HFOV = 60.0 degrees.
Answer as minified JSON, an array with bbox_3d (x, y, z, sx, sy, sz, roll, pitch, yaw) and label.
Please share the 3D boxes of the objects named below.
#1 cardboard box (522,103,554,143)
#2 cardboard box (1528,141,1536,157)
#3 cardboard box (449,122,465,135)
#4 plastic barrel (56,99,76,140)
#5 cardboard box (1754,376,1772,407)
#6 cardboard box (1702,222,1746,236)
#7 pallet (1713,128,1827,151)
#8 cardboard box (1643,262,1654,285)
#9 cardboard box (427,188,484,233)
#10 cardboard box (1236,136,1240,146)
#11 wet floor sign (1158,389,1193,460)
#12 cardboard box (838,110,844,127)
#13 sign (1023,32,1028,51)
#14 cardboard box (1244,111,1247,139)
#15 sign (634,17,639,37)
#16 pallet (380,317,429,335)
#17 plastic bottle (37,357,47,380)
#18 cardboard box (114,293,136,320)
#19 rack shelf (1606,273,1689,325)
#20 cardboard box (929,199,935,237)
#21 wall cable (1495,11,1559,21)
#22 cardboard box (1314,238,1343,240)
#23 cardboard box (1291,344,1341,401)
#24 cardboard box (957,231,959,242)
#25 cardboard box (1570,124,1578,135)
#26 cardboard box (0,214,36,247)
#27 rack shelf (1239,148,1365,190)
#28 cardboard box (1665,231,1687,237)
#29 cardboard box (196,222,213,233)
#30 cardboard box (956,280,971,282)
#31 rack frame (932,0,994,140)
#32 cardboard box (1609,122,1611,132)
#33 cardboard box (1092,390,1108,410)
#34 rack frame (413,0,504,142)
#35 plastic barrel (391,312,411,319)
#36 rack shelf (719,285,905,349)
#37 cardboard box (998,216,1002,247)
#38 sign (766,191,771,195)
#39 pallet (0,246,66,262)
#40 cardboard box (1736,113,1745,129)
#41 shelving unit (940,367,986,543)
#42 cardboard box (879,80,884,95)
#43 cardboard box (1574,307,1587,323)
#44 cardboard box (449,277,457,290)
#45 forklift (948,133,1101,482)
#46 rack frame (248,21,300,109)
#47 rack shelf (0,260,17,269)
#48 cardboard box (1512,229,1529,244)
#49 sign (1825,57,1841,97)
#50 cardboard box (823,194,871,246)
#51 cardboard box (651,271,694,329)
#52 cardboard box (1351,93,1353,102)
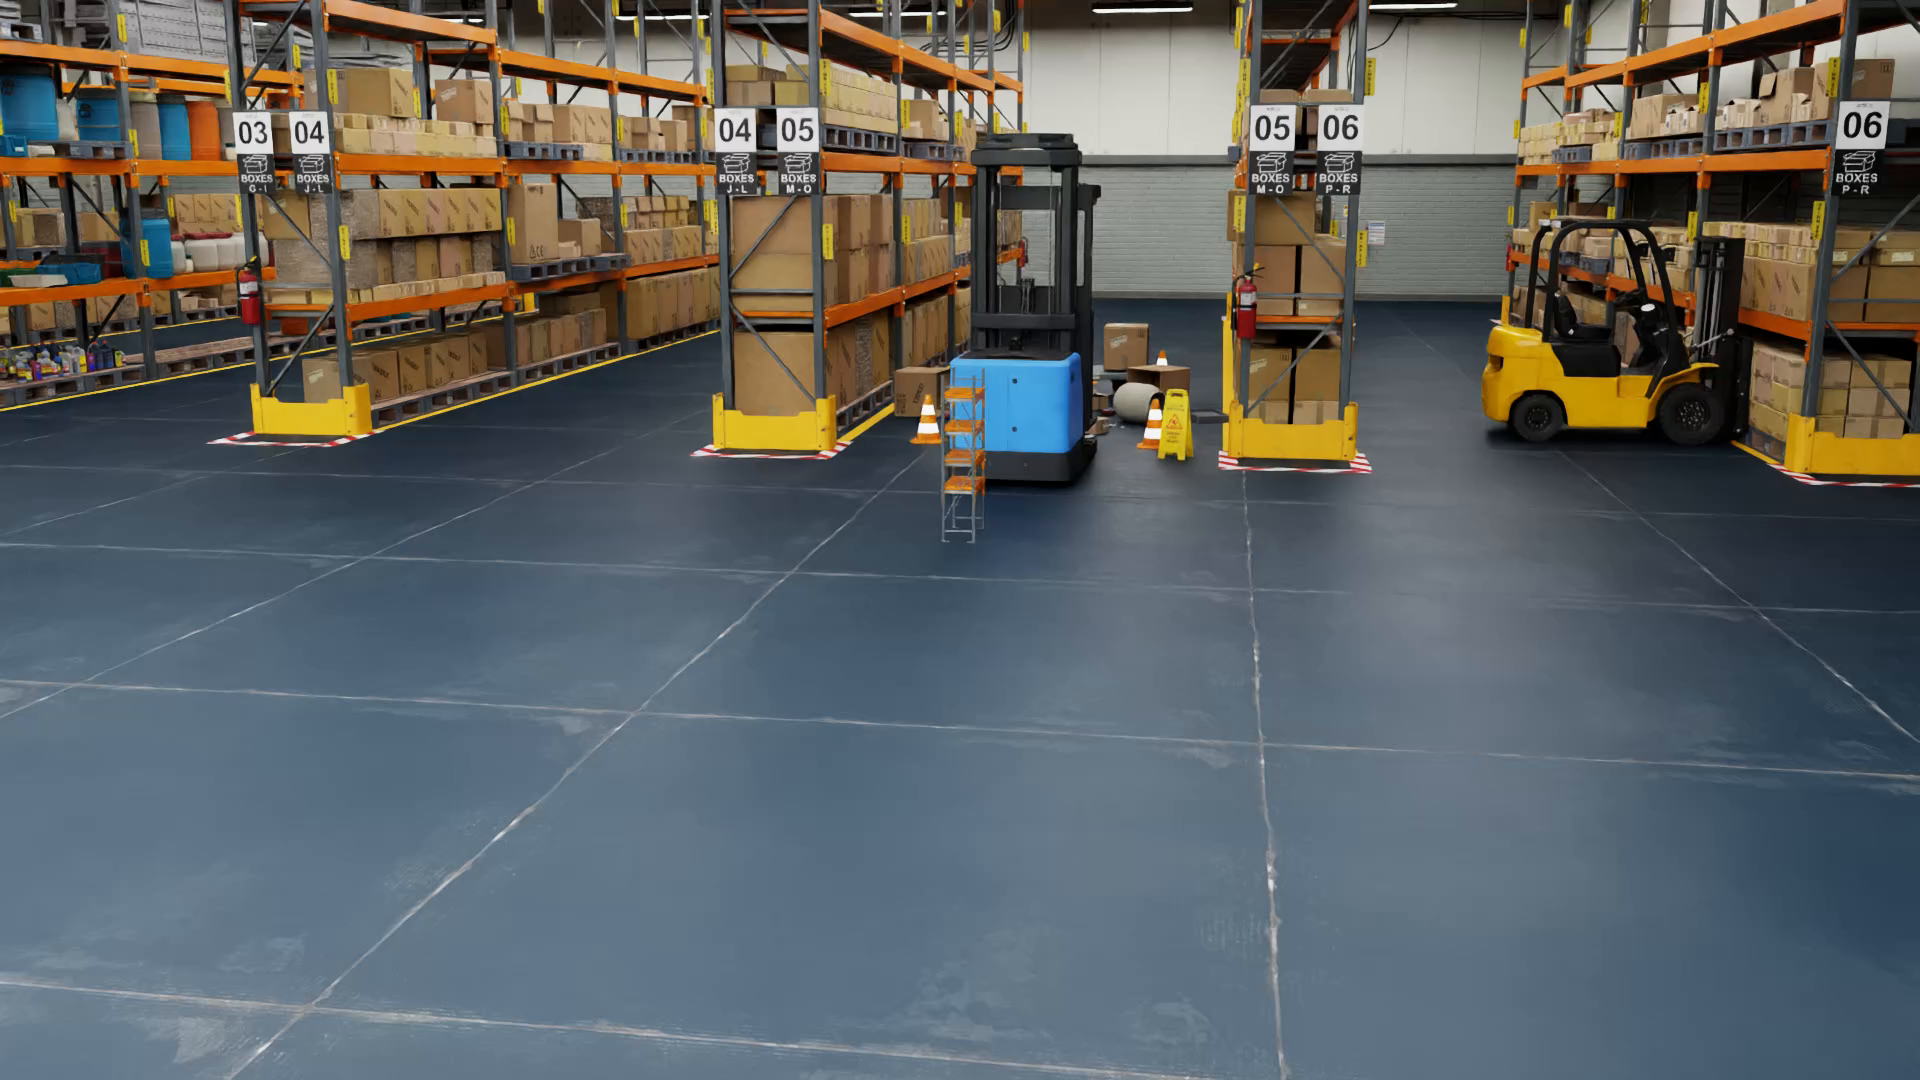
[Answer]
[{"bbox_3d":[-5.755,-5.411,21.617,0.797,0.503,0.637,2,12,11],"label":"cardboard box"},{"bbox_3d":[9.986,-6.657,28.292,0.500,0.250,0.500,2,12,7],"label":"cardboard box"},{"bbox_3d":[-5.936,-4.743,19.169,0.380,0.149,0.250,1,12,7],"label":"cardboard box"},{"bbox_3d":[-11.224,-5.201,20.625,0.421,0.512,0.421,0,12,0],"label":"plastic barrel"},{"bbox_3d":[7.866,-1.405,15.735,0.500,0.250,0.500,2,12,8],"label":"cardboard box"},{"bbox_3d":[8.285,-3.371,18.033,0.380,0.149,0.250,2,12,10],"label":"cardboard box"},{"bbox_3d":[8.522,-4.161,17.272,1.003,0.211,1.213,2,12,9],"label":"pallet"},{"bbox_3d":[8.697,-3.271,20.410,0.500,0.250,0.500,2,12,10],"label":"cardboard box"},{"bbox_3d":[-5.943,-3.874,19.533,0.500,0.500,0.500,2,12,9],"label":"cardboard box"},{"bbox_3d":[4.302,-5.842,23.627,0.700,0.500,0.500,1,12,6],"label":"cardboard box"},{"bbox_3d":[2.021,-1.088,15.511,0.267,0.644,0.232,7,14,28],"label":"wet floor sign"},{"bbox_3d":[-1.352,-4.147,16.359,0.380,0.149,0.250,2,12,9],"label":"cardboard box"},{"bbox_3d":[1.207,-9.158,30.537,0.100,0.325,0.005,2,12,9],"label":"sign"},{"bbox_3d":[3.073,-4.110,16.476,0.500,0.250,0.500,2,12,10],"label":"cardboard box"},{"bbox_3d":[-5.384,-8.553,27.726,0.100,0.325,0.005,2,12,9],"label":"sign"},{"bbox_3d":[-9.893,-3.701,28.666,1.003,0.211,1.213,2,12,9],"label":"pallet"},{"bbox_3d":[-10.939,-2.045,19.797,0.097,0.271,0.097,0,12,0],"label":"plastic bottle"},{"bbox_3d":[-14.582,-4.059,28.596,0.500,0.500,0.500,2,12,9],"label":"cardboard box"},{"bbox_3d":[8.935,-2.981,20.414,1.077,0.370,4.000,2,12,9],"label":"rack shelf"},{"bbox_3d":[-0.724,-4.388,22.623,0.700,0.500,0.500,2,12,8],"label":"cardboard box"},{"bbox_3d":[12.606,-12.199,34.039,2.988,3.039,0.133,2,12,9],"label":"wall cable"},{"bbox_3d":[3.678,-2.848,17.145,0.500,0.500,0.500,2,12,7],"label":"cardboard box"},{"bbox_3d":[3.508,-1.636,16.212,0.500,0.500,0.500,1,12,7],"label":"cardboard box"},{"bbox_3d":[-0.219,-4.483,24.568,0.380,0.149,0.250,1,12,7],"label":"cardboard box"},{"bbox_3d":[9.314,-6.113,24.776,0.380,0.149,0.250,2,12,8],"label":"cardboard box"},{"bbox_3d":[-15.257,-4.941,26.566,0.700,0.500,0.500,-2,12,-10],"label":"cardboard box"},{"bbox_3d":[3.415,-3.775,16.977,1.077,0.370,4.000,2,12,9],"label":"rack shelf"},{"bbox_3d":[8.584,-3.576,19.689,0.380,0.149,0.250,2,12,7],"label":"cardboard box"},{"bbox_3d":[-14.204,-5.638,30.795,0.500,0.500,0.500,2,12,10],"label":"cardboard box"},{"bbox_3d":[0.181,-4.068,26.906,0.500,0.250,0.500,2,12,7],"label":"cardboard box"},{"bbox_3d":[0.046,-7.814,26.891,1.000,3.000,0.127,2,12,9],"label":"rack frame"},{"bbox_3d":[9.220,-5.724,23.015,0.380,0.149,0.250,2,12,8],"label":"cardboard box"},{"bbox_3d":[1.476,-1.640,18.973,0.258,0.266,0.396,-7,14,-30],"label":"cardboard box"},{"bbox_3d":[-6.070,-6.330,20.007,1.000,3.000,0.127,2,12,9],"label":"rack frame"},{"bbox_3d":[-9.834,-4.290,28.765,0.600,0.901,0.708,2,12,9],"label":"plastic barrel"},{"bbox_3d":[-1.492,-2.448,17.940,1.077,0.370,4.000,2,12,9],"label":"rack shelf"},{"bbox_3d":[0.440,-5.274,28.401,0.500,0.500,0.500,2,12,9],"label":"cardboard box"},{"bbox_3d":[-3.690,-6.557,31.988,0.100,0.325,0.005,2,12,9],"label":"sign"},{"bbox_3d":[-15.207,-4.602,26.681,1.213,0.211,1.003,2,12,9],"label":"pallet"},{"bbox_3d":[8.140,-4.271,16.932,0.380,0.149,0.250,2,12,10],"label":"cardboard box"},{"bbox_3d":[0.025,-0.621,12.027,0.258,1.200,0.503,2,12,9],"label":"shelving unit"},{"bbox_3d":[-1.042,-4.960,18.238,0.380,0.149,0.250,2,12,10],"label":"cardboard box"},{"bbox_3d":[9.322,-3.149,24.422,0.500,0.500,0.500,1,12,7],"label":"cardboard box"},{"bbox_3d":[-6.053,-2.962,19.214,0.380,0.149,0.250,2,12,9],"label":"cardboard box"},{"bbox_3d":[0.684,-2.184,15.170,1.130,2.935,3.031,2,12,11],"label":"forklift"},{"bbox_3d":[-10.348,-7.323,24.615,1.000,3.000,0.127,2,12,9],"label":"rack frame"},{"bbox_3d":[-15.550,-3.784,24.140,1.077,0.370,4.000,2,12,9],"label":"rack shelf"},{"bbox_3d":[10.137,-5.401,29.584,0.500,0.250,0.500,2,12,9],"label":"cardboard box"},{"bbox_3d":[7.478,-3.965,14.237,0.100,0.325,0.005,2,12,9],"label":"sign"},{"bbox_3d":[-1.464,-3.515,18.265,0.875,0.550,0.550,2,12,9],"label":"cardboard box"},{"bbox_3d":[-5.055,-3.910,27.062,1.225,0.875,0.875,1,12,7],"label":"cardboard box"},{"bbox_3d":[3.598,-4.197,15.934,0.380,0.149,0.250,2,12,8],"label":"cardboard box"}]
